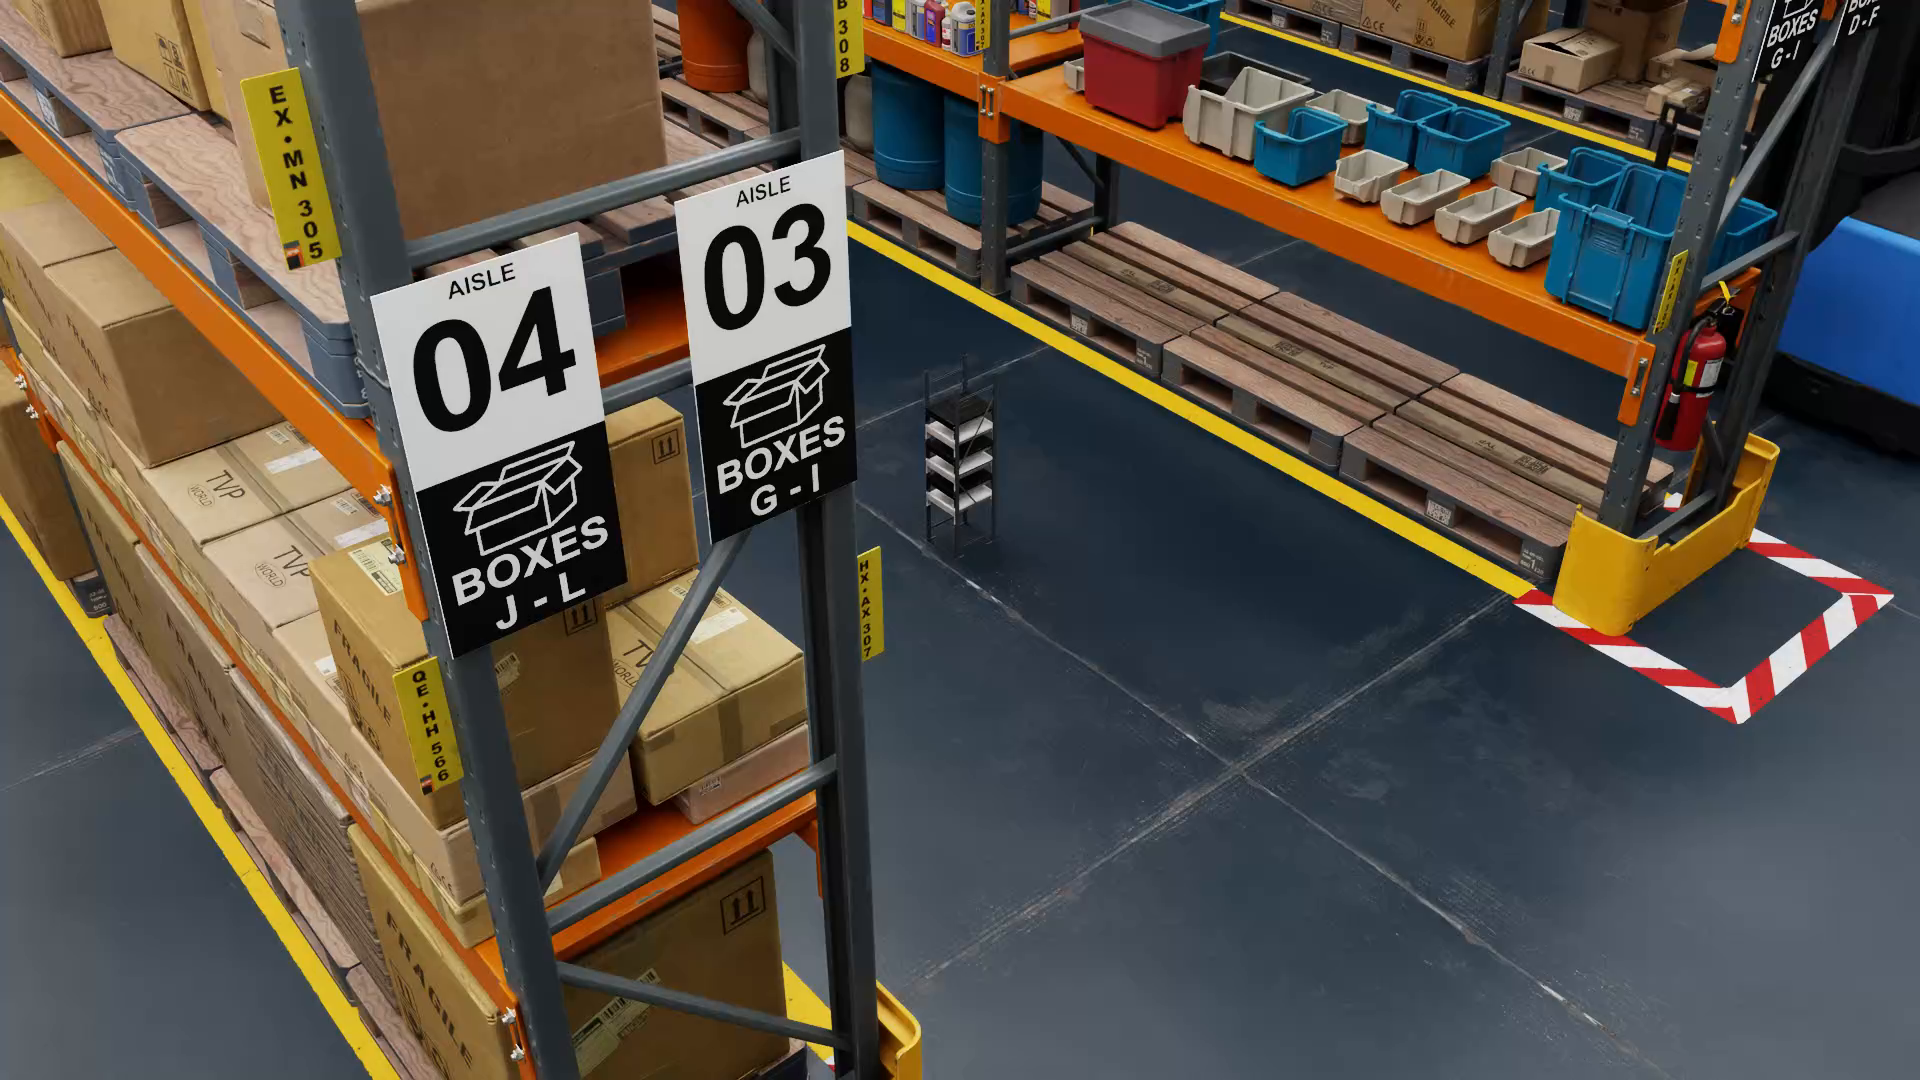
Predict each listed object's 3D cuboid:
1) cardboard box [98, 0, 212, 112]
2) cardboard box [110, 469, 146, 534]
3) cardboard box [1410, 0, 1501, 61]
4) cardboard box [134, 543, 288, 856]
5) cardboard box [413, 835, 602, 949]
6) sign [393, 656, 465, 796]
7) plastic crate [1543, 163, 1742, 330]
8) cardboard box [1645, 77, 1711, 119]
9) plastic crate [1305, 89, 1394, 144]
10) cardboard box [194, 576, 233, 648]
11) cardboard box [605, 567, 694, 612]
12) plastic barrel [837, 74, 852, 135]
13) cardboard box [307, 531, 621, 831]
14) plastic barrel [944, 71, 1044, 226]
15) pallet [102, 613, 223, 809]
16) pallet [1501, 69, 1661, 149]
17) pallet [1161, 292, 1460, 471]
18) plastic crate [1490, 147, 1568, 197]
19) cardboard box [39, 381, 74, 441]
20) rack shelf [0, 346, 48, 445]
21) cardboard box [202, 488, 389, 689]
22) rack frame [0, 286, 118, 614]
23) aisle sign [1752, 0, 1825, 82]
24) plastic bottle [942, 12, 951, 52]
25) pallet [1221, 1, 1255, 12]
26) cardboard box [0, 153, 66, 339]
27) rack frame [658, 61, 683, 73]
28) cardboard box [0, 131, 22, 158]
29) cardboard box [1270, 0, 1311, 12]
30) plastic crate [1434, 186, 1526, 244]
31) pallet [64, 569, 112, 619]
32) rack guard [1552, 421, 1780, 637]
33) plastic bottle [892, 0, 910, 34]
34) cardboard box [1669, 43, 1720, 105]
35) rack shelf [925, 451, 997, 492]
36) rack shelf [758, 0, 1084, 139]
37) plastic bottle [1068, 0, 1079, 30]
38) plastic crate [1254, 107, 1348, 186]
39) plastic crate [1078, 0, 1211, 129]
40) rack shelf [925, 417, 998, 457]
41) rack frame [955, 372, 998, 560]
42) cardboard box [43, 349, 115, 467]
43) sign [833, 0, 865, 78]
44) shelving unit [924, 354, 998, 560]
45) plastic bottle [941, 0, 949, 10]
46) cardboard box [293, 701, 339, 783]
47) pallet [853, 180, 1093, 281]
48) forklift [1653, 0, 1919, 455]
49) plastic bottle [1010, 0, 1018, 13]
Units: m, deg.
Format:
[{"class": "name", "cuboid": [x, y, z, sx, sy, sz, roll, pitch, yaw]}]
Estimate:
[{"class": "cardboard box", "cuboid": [-1.678, -1.434, 4.048, 0.700, 0.500, 0.500, -29, 45, -35]}, {"class": "cardboard box", "cuboid": [-2.628, -0.192, 5.644, 0.380, 0.149, 0.250, -27, 43, -32]}, {"class": "cardboard box", "cuboid": [3.791, -3.973, 12.547, 0.500, 0.500, 0.500, -26, 43, -32]}, {"class": "cardboard box", "cuboid": [-2.296, 0.404, 6.059, 0.875, 0.875, 0.875, -26, 43, -32]}, {"class": "cardboard box", "cuboid": [-1.141, 0.824, 4.208, 0.380, 0.149, 0.250, -25, 42, -31]}, {"class": "sign", "cuboid": [-1.083, 0.383, 3.407, 0.100, 0.325, 0.005, -26, 43, -32]}, {"class": "plastic crate", "cuboid": [2.765, -1.208, 6.778, 0.616, 0.435, 0.499, -26, 43, -32]}, {"class": "cardboard box", "cuboid": [5.000, -3.082, 11.577, 0.380, 0.166, 0.250, -26, 43, -32]}, {"class": "plastic crate", "cuboid": [1.896, -2.117, 8.321, 0.293, 0.136, 0.466, -26, 43, -32]}, {"class": "cardboard box", "cuboid": [-2.127, 0.149, 5.161, 0.380, 0.149, 0.250, -25, 42, -31]}, {"class": "cardboard box", "cuboid": [-1.104, 0.156, 4.806, 0.500, 0.250, 0.500, -27, 43, -32]}, {"class": "plastic barrel", "cuboid": [-0.981, -3.102, 11.258, 0.600, 0.588, 0.708, -26, 43, -32]}, {"class": "cardboard box", "cuboid": [-1.175, 0.273, 3.993, 0.500, 0.500, 0.500, -25, 43, -31]}, {"class": "plastic barrel", "cuboid": [0.204, -2.419, 10.022, 0.600, 0.901, 0.708, -26, 43, -32]}, {"class": "pallet", "cuboid": [-2.810, 0.493, 6.871, 1.003, 0.211, 1.213, -26, 43, -32]}, {"class": "pallet", "cuboid": [4.771, -3.261, 12.173, 1.003, 0.211, 1.213, -26, 43, -32]}, {"class": "pallet", "cuboid": [1.838, -0.870, 8.796, 1.003, 0.211, 1.213, -26, 43, -32]}, {"class": "plastic crate", "cuboid": [2.634, -1.712, 7.748, 0.250, 0.136, 0.298, -26, 43, -32]}, {"class": "cardboard box", "cuboid": [-3.135, -0.537, 6.130, 0.380, 0.149, 0.250, -28, 44, -33]}, {"class": "rack shelf", "cuboid": [-4.532, -1.599, 8.035, 1.077, 0.370, 4.000, -26, 43, -32]}, {"class": "cardboard box", "cuboid": [-1.831, 0.132, 4.840, 0.500, 0.250, 0.500, -28, 44, -33]}, {"class": "rack frame", "cuboid": [-3.241, -1.010, 6.581, 1.000, 3.000, 0.127, -26, 43, -32]}, {"class": "aisle sign", "cuboid": [2.946, -2.011, 5.745, 0.394, 0.787, 0.004, -26, 43, -32]}, {"class": "plastic bottle", "cuboid": [-0.055, -2.871, 9.380, 0.097, 0.201, 0.097, 0, 35, 0]}, {"class": "pallet", "cuboid": [2.200, -4.987, 14.609, 1.003, 0.211, 1.213, -26, 43, -32]}, {"class": "cardboard box", "cuboid": [-3.127, -1.069, 5.888, 0.500, 0.500, 0.500, -26, 43, -32]}, {"class": "rack frame", "cuboid": [-2.039, -4.623, 11.683, 1.000, 3.000, 0.127, -26, 43, -32]}, {"class": "cardboard box", "cuboid": [-3.660, -1.739, 6.656, 0.797, 0.503, 0.637, -27, 43, -33]}, {"class": "cardboard box", "cuboid": [2.826, -4.640, 13.489, 0.500, 0.500, 0.500, -28, 44, -33]}, {"class": "plastic crate", "cuboid": [2.283, -1.434, 7.356, 0.396, 0.136, 0.243, -26, 43, -32]}, {"class": "pallet", "cuboid": [-3.797, -0.185, 7.828, 1.003, 0.211, 1.213, -26, 43, -32]}, {"class": "rack guard", "cuboid": [3.149, -0.065, 7.410, 1.175, 0.500, 0.348, -26, 43, -32]}, {"class": "plastic bottle", "cuboid": [-0.301, -3.121, 9.604, 0.144, 0.351, 0.185, -26, 43, -32]}, {"class": "cardboard box", "cuboid": [5.397, -3.308, 11.772, 0.500, 0.311, 0.500, -26, 43, -32]}, {"class": "rack shelf", "cuboid": [0.005, -0.336, 7.504, 0.258, 0.077, 0.200, -26, 43, -32]}, {"class": "rack shelf", "cuboid": [-0.748, -3.447, 10.644, 1.077, 0.370, 4.000, -26, 43, -32]}, {"class": "plastic bottle", "cuboid": [0.632, -3.131, 9.676, 0.061, 0.283, 0.133, -26, 43, -32]}, {"class": "plastic crate", "cuboid": [1.603, -1.858, 7.872, 0.416, 0.233, 0.300, -26, 43, -32]}, {"class": "plastic crate", "cuboid": [0.927, -2.420, 8.464, 0.402, 0.464, 0.583, -26, 43, -32]}, {"class": "rack shelf", "cuboid": [0.005, -0.483, 7.400, 0.258, 0.077, 0.200, -26, 43, -32]}, {"class": "rack frame", "cuboid": [0.071, -0.319, 7.421, 0.240, 0.900, 0.006, -26, 43, -32]}, {"class": "cardboard box", "cuboid": [-2.821, -0.544, 5.794, 0.500, 0.250, 0.500, -26, 43, -32]}, {"class": "sign", "cuboid": [-0.232, -1.061, 3.233, 0.100, 0.325, 0.005, -26, 43, -32]}, {"class": "shelving unit", "cuboid": [0.005, -0.364, 7.485, 0.258, 0.900, 0.210, -26, 43, -32]}, {"class": "plastic bottle", "cuboid": [-0.111, -3.046, 9.627, 0.097, 0.201, 0.097, 0, 35, 0]}, {"class": "cardboard box", "cuboid": [-1.632, 0.488, 4.683, 0.380, 0.149, 0.250, -25, 42, -31]}, {"class": "pallet", "cuboid": [0.076, -2.075, 10.498, 1.003, 0.211, 1.213, -26, 43, -32]}, {"class": "forklift", "cuboid": [4.241, -2.391, 8.590, 1.130, 2.935, 3.031, -25, 42, -31]}, {"class": "plastic bottle", "cuboid": [0.299, -3.315, 9.942, 0.152, 0.276, 0.135, -26, 43, -32]}]
